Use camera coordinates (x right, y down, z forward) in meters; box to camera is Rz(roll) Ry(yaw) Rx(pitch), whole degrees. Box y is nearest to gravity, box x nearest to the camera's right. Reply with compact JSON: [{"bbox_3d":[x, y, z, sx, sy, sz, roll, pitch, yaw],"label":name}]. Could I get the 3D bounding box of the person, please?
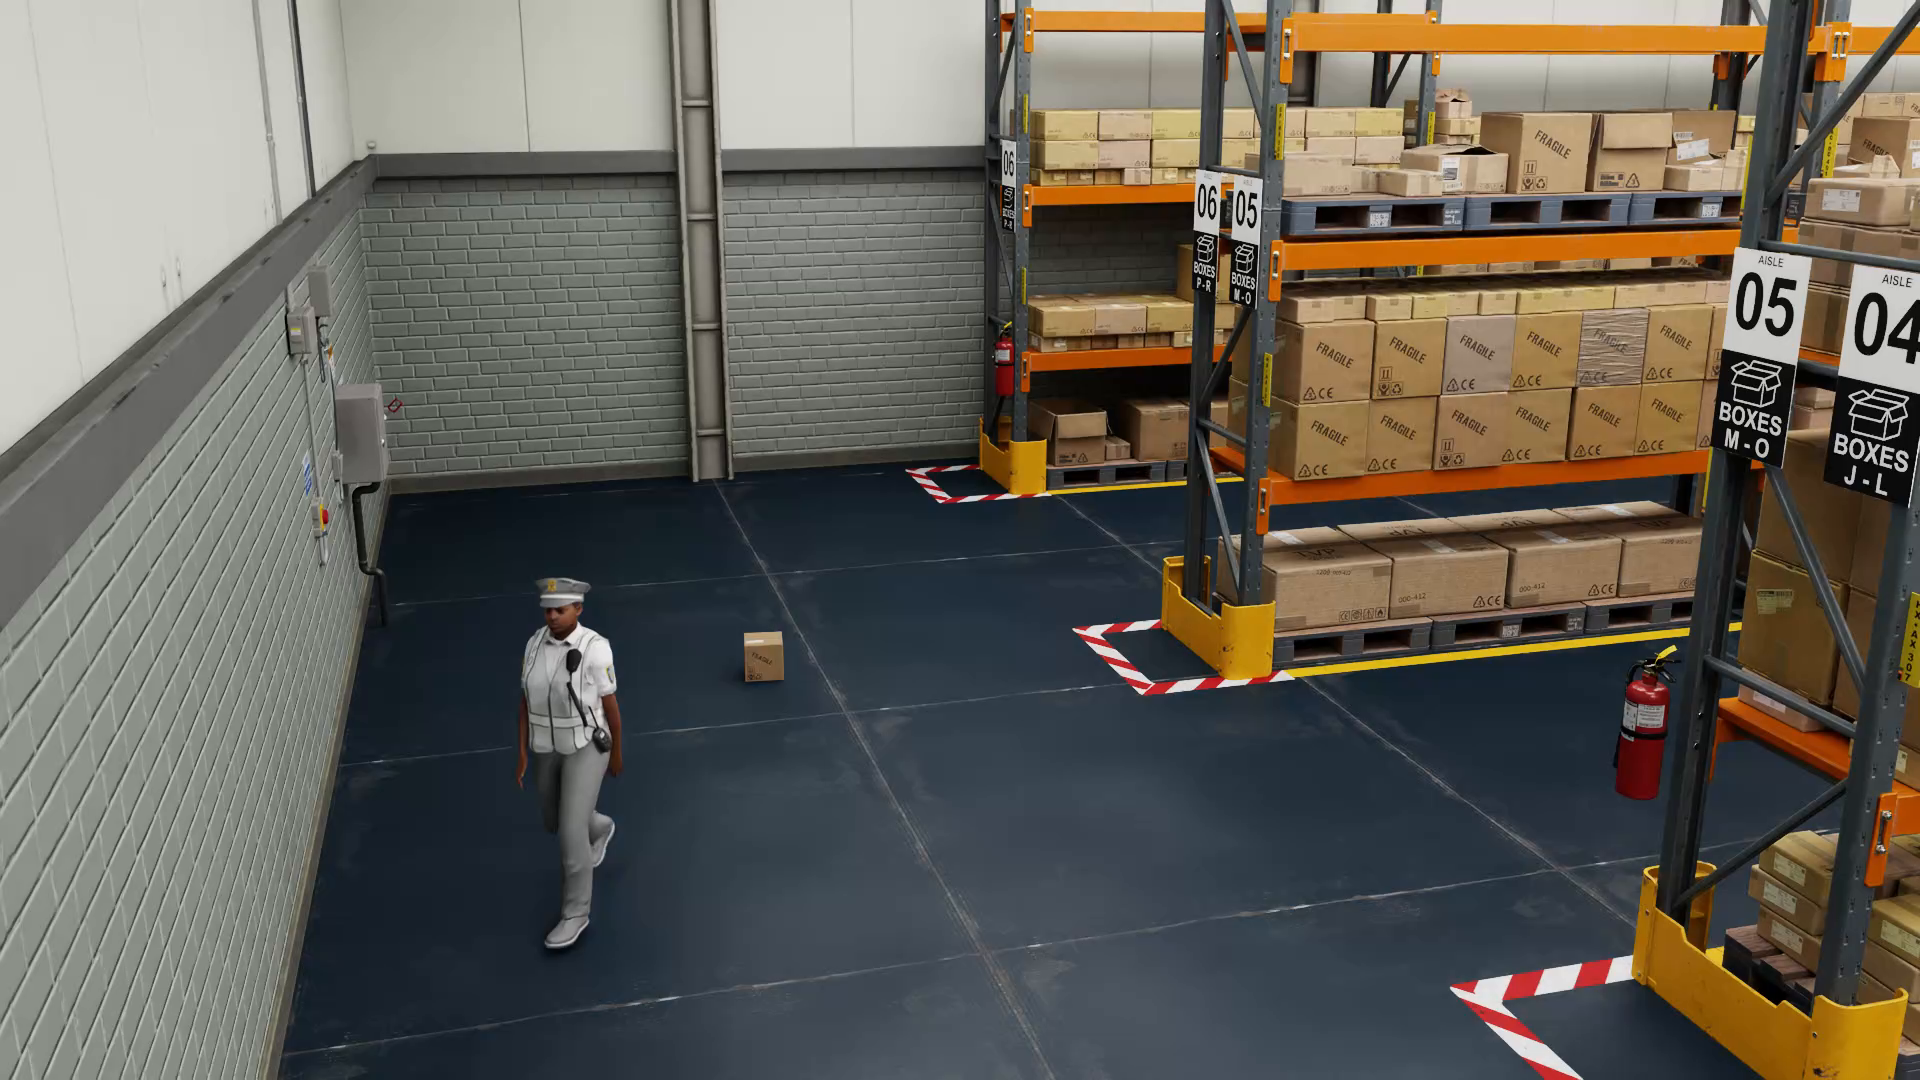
[{"bbox_3d":[-1.795,0.942,7.707,0.443,1.648,0.883,6,17,19],"label":"person"}]
